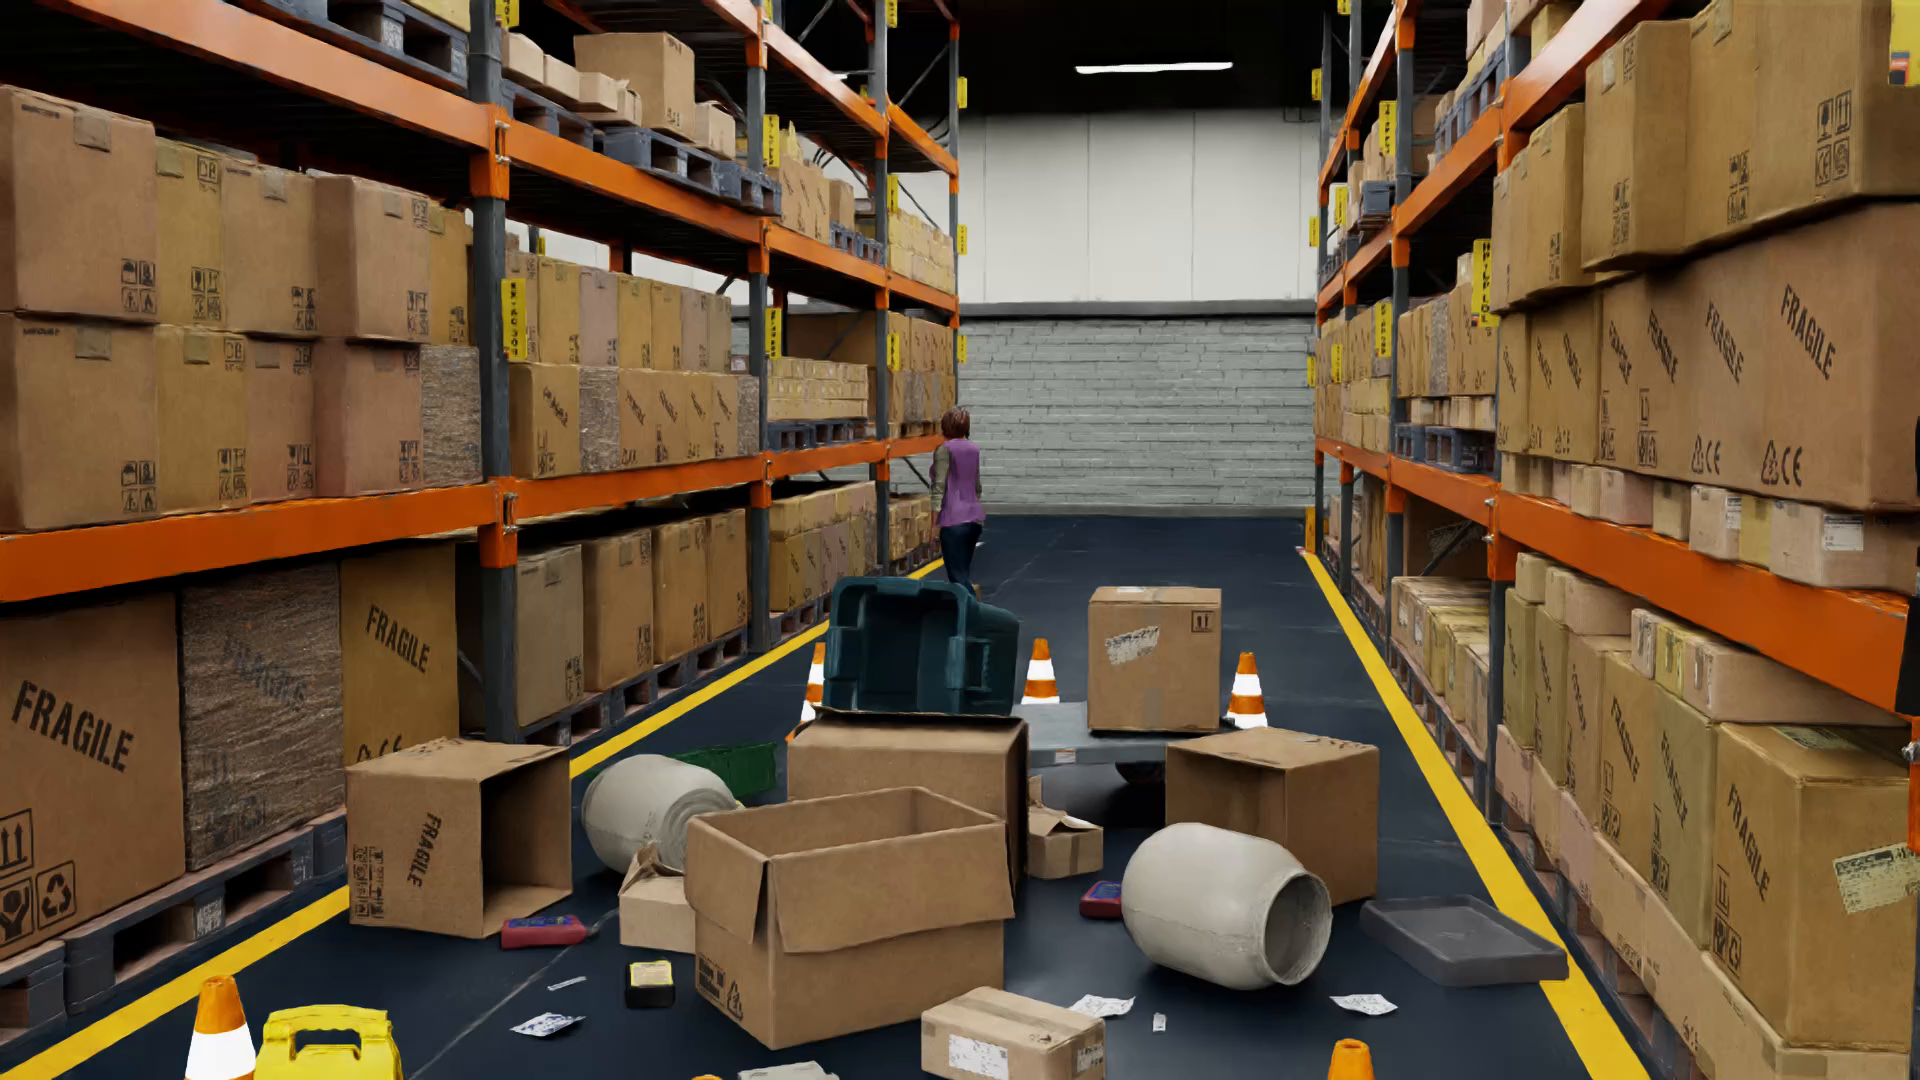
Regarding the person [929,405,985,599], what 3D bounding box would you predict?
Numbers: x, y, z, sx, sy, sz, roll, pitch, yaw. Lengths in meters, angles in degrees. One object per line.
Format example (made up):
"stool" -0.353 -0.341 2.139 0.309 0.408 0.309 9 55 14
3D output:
"person" -0.040 -0.087 10.906 0.518 1.595 0.509 3 6 34
